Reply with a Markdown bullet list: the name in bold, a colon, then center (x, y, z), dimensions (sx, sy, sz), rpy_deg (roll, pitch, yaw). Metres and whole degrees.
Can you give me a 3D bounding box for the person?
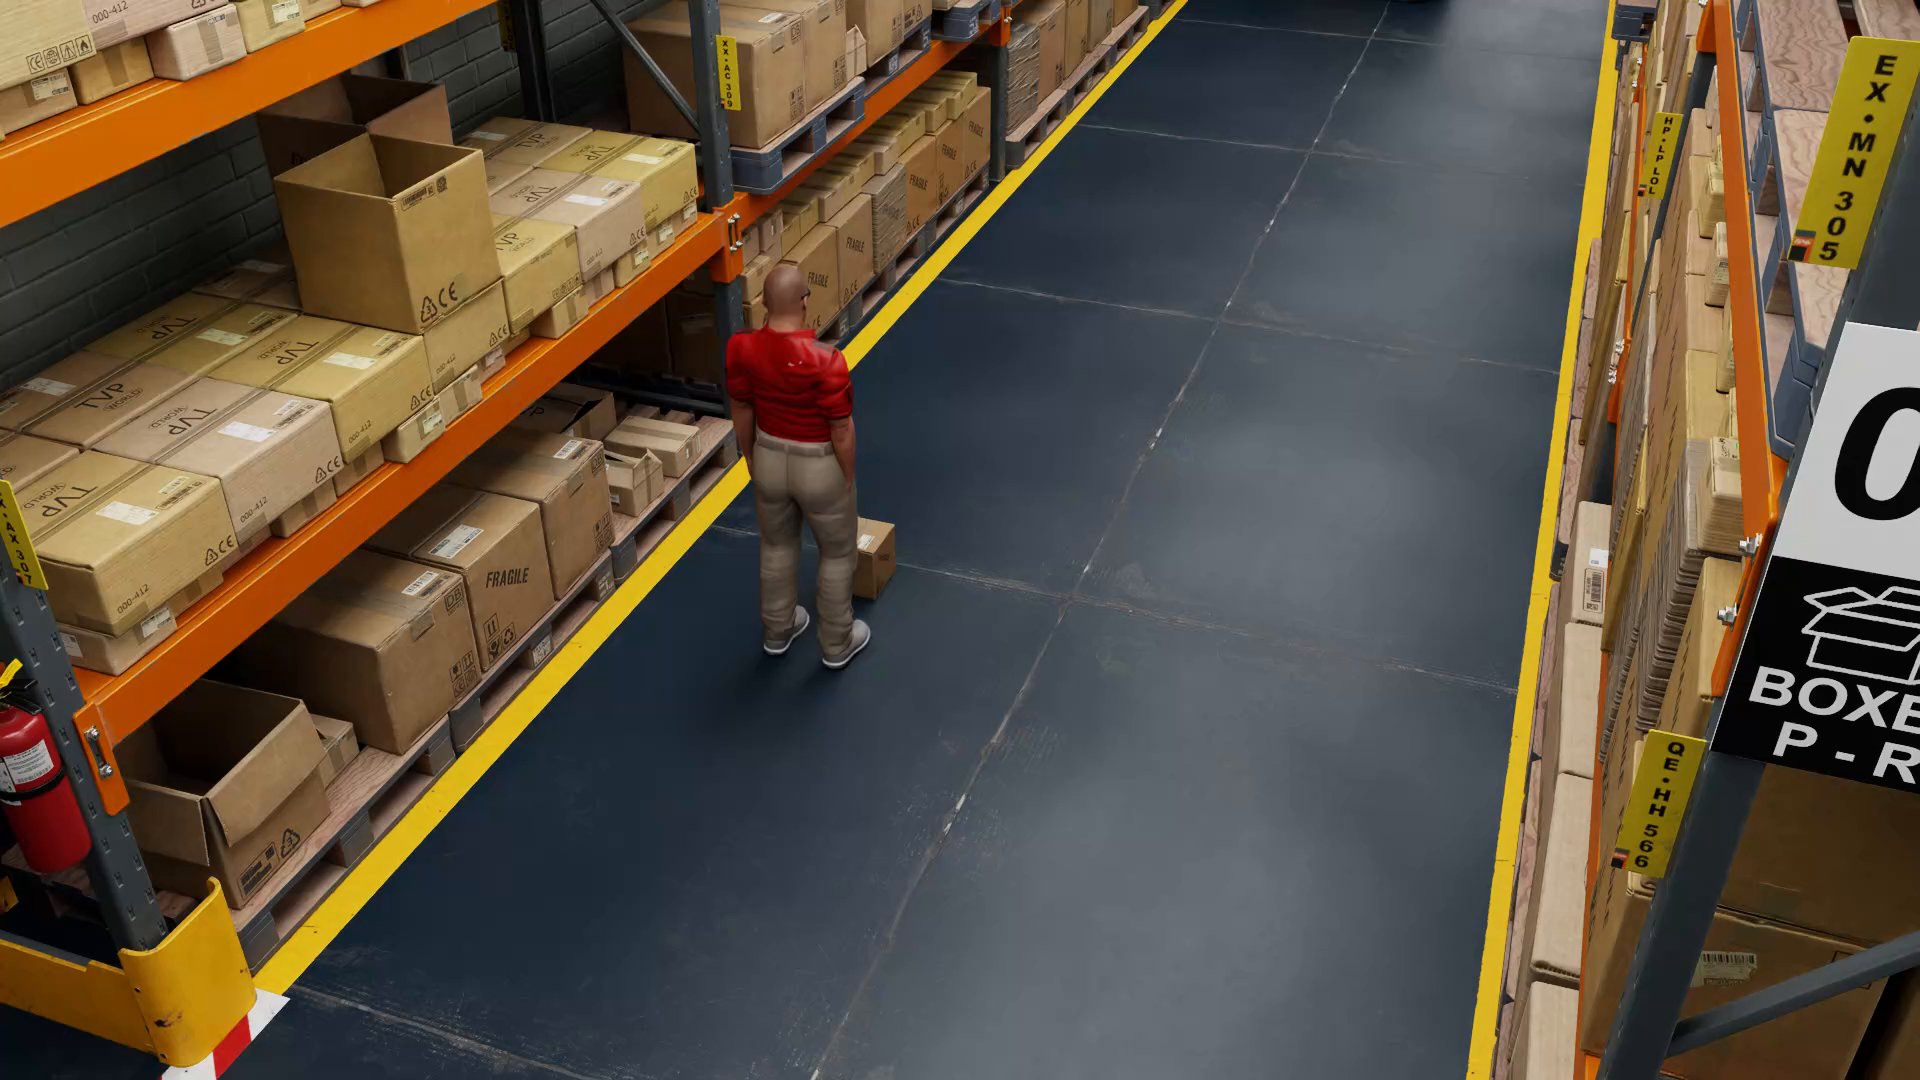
- **person**: center (-0.634, -0.291, 6.613), dimensions (0.528, 1.722, 0.360), rpy_deg (12, 35, 18)
